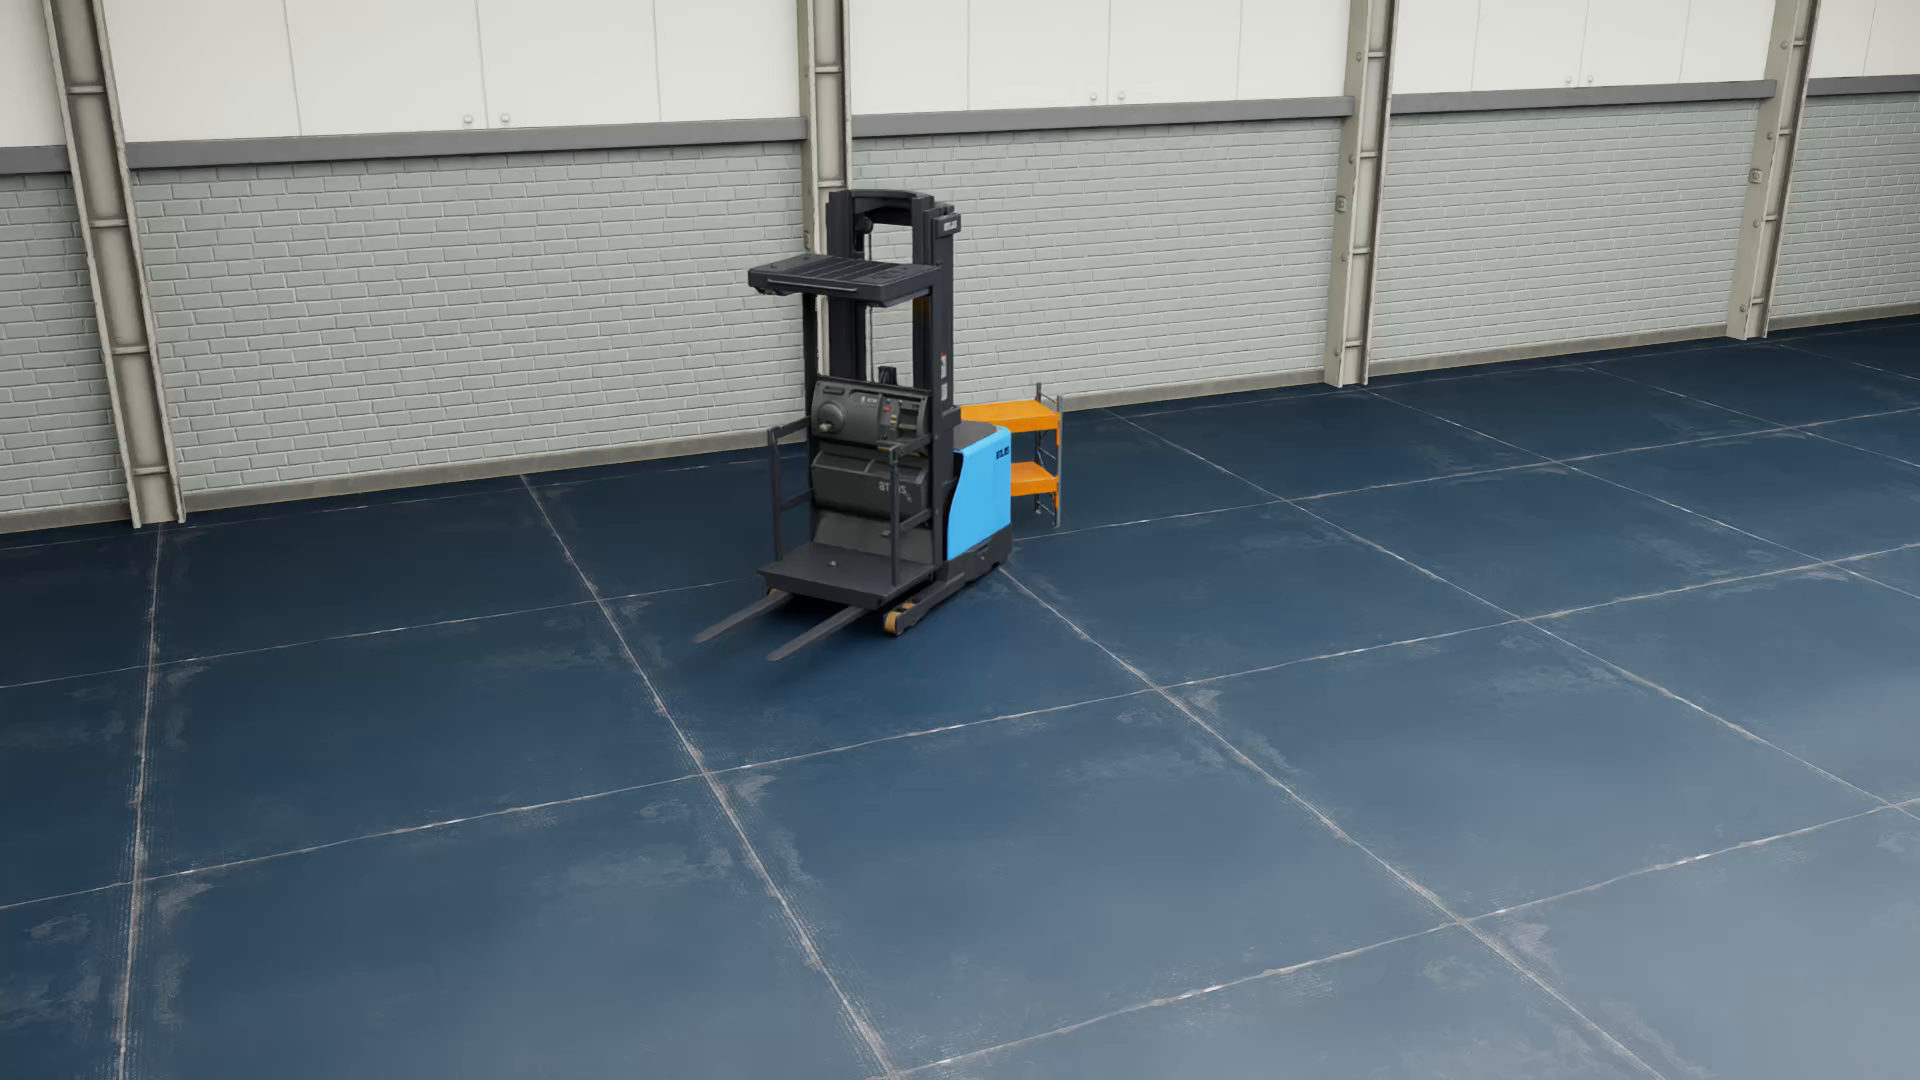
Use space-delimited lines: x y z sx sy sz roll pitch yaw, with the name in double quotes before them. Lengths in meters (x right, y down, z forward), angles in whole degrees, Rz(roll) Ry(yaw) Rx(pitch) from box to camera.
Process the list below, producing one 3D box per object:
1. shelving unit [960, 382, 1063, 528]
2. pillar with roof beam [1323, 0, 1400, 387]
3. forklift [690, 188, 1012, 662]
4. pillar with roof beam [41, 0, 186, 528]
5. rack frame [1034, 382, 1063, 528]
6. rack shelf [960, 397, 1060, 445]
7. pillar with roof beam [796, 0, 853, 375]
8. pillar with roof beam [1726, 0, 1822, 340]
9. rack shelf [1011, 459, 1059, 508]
"shelving unit" 0.254 -0.656 13.691 1.048 1.125 0.538 -7 20 -18
"pillar with roof beam" 5.985 -4.681 13.267 0.400 9.000 9.100 -8 21 -22
"forklift" -0.749 -0.889 11.633 1.130 2.935 3.031 10 22 27
"pillar with roof beam" -5.034 -3.102 8.783 0.400 9.000 9.100 -8 21 -22
"rack frame" 0.733 -0.712 13.850 0.032 1.125 0.500 -7 20 -18
"rack shelf" 0.254 -0.932 13.594 1.000 0.278 0.538 -7 20 -18
"pillar with roof beam" 0.475 -3.892 11.025 0.400 9.000 9.100 -8 21 -22
"pillar with roof beam" 11.494 -5.470 15.508 0.400 9.000 9.100 -8 21 -22
"rack shelf" 0.254 -0.425 13.772 1.000 0.278 0.538 -7 20 -18
